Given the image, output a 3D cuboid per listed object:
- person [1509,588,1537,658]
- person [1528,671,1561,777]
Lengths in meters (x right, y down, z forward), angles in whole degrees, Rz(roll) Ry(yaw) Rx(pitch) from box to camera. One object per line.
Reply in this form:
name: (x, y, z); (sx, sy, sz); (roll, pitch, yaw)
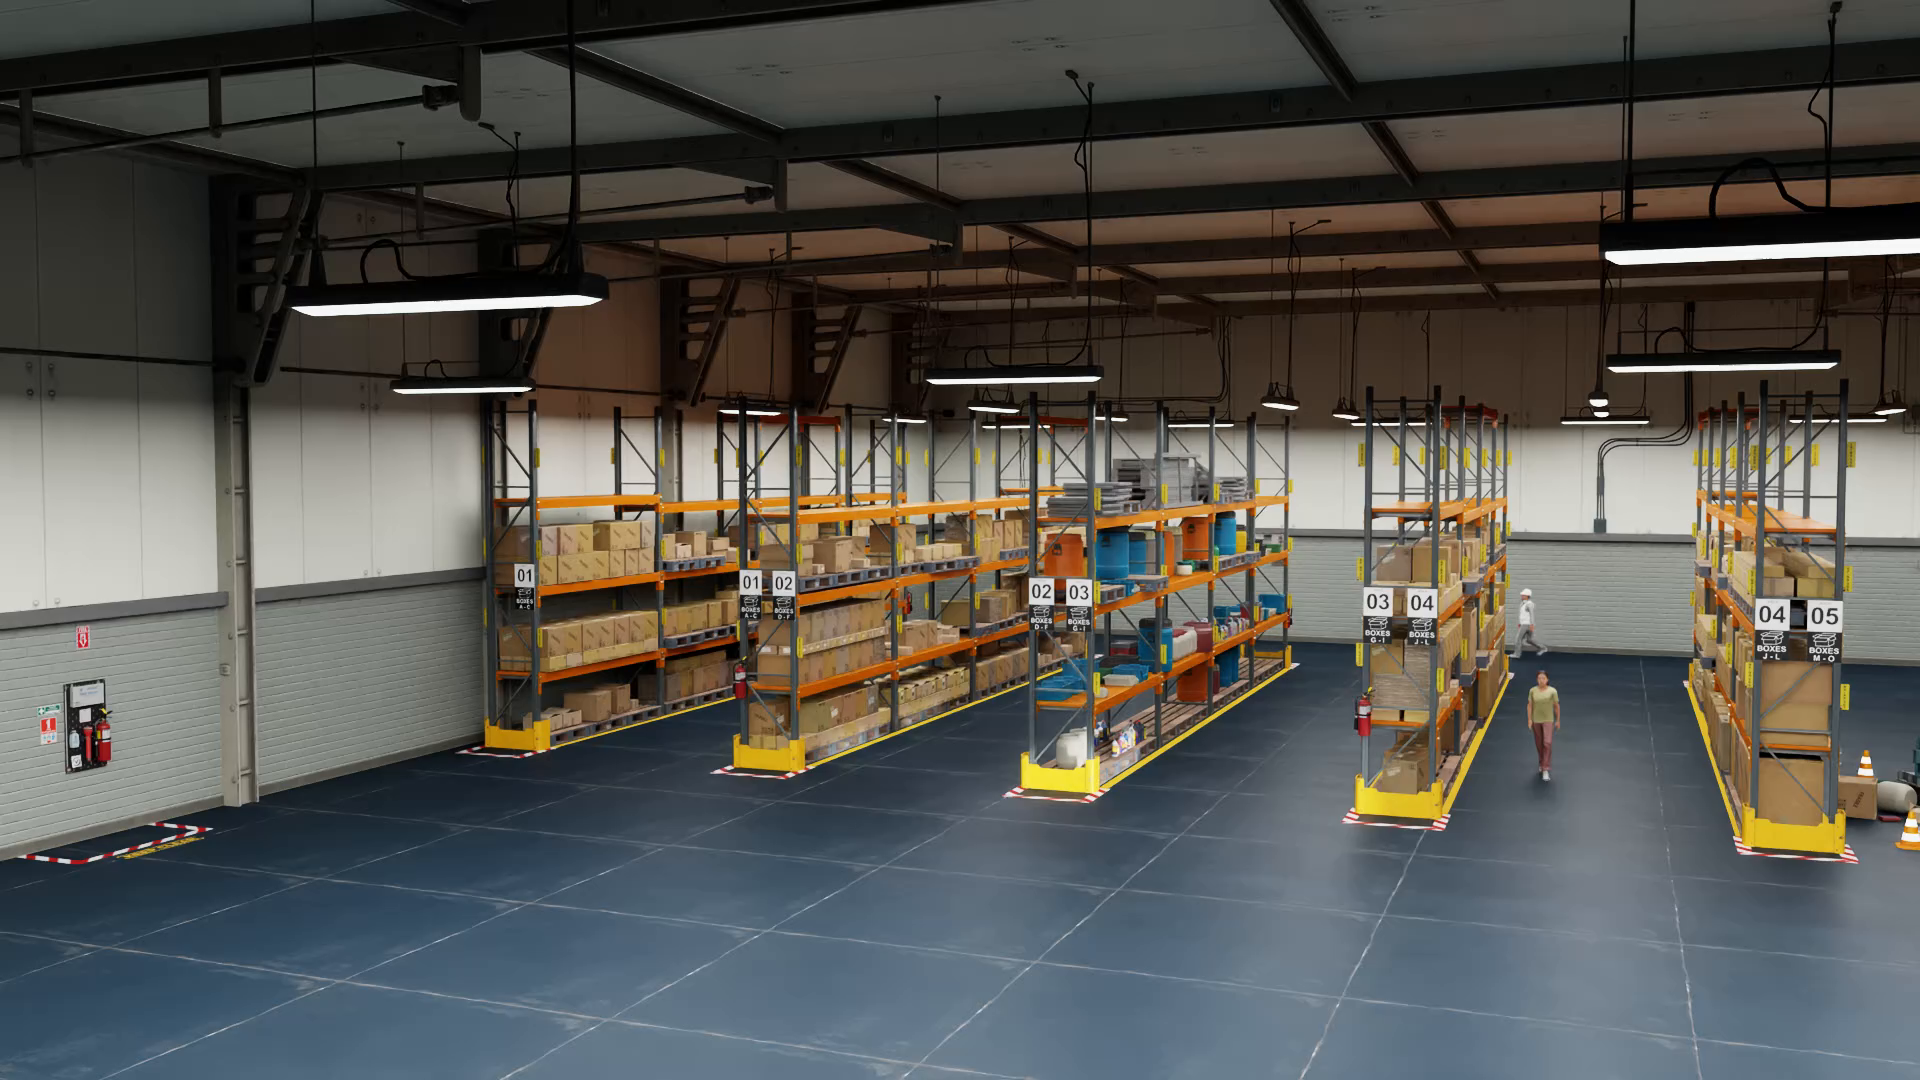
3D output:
person: (14.039, 2.064, 41.488); (0.708, 1.759, 0.531); (1, 3, 14)
person: (9.151, 2.881, 26.151); (0.973, 1.619, 0.499); (-3, 4, -43)
